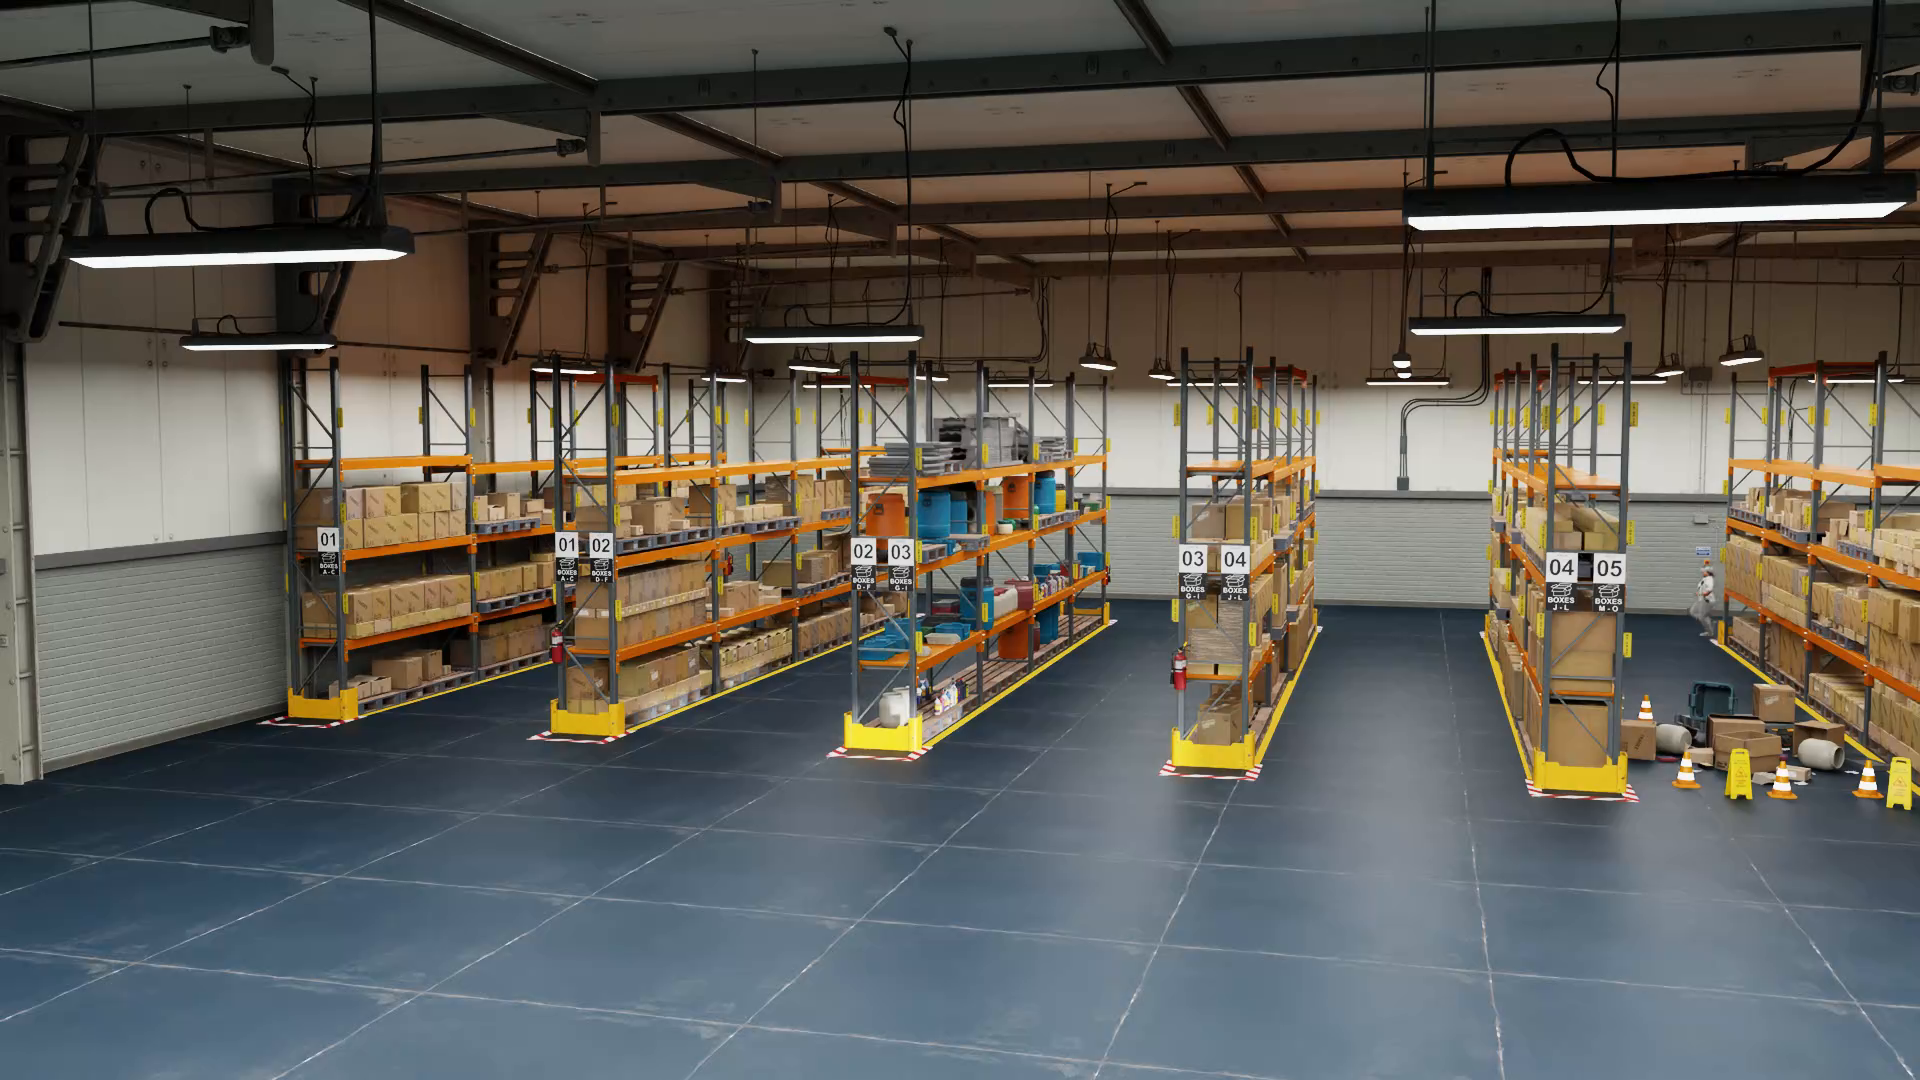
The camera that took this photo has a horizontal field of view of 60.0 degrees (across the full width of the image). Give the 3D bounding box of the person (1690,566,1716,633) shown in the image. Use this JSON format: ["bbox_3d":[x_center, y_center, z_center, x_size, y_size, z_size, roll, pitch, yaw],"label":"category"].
[{"bbox_3d":[17.045,1.368,38.121,0.489,1.547,0.503,1,4,12],"label":"person"}]
